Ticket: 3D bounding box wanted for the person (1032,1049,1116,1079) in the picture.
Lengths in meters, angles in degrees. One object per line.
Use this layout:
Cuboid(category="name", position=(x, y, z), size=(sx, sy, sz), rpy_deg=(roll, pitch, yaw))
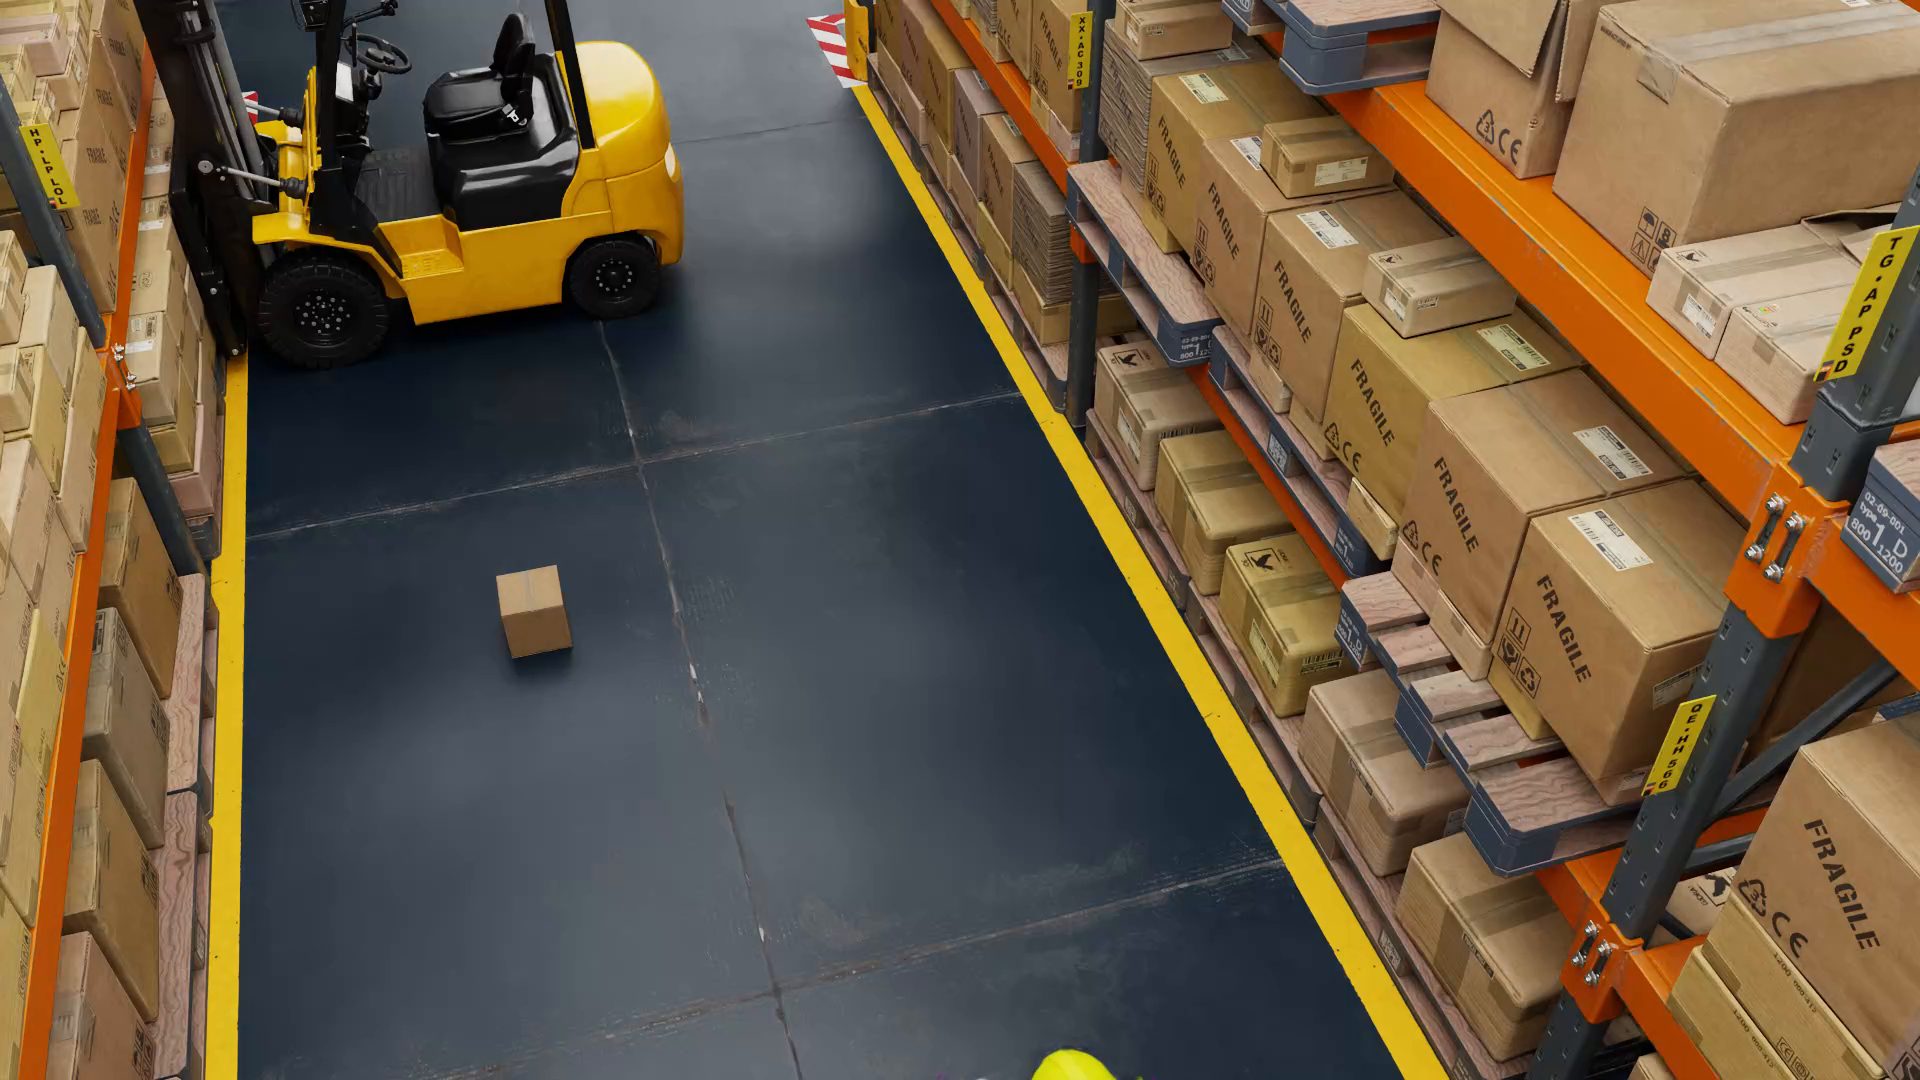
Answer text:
Cuboid(category="person", position=(0.281, 1.858, 4.104), size=(0.607, 1.828, 0.654), rpy_deg=(-14, 44, -15))
